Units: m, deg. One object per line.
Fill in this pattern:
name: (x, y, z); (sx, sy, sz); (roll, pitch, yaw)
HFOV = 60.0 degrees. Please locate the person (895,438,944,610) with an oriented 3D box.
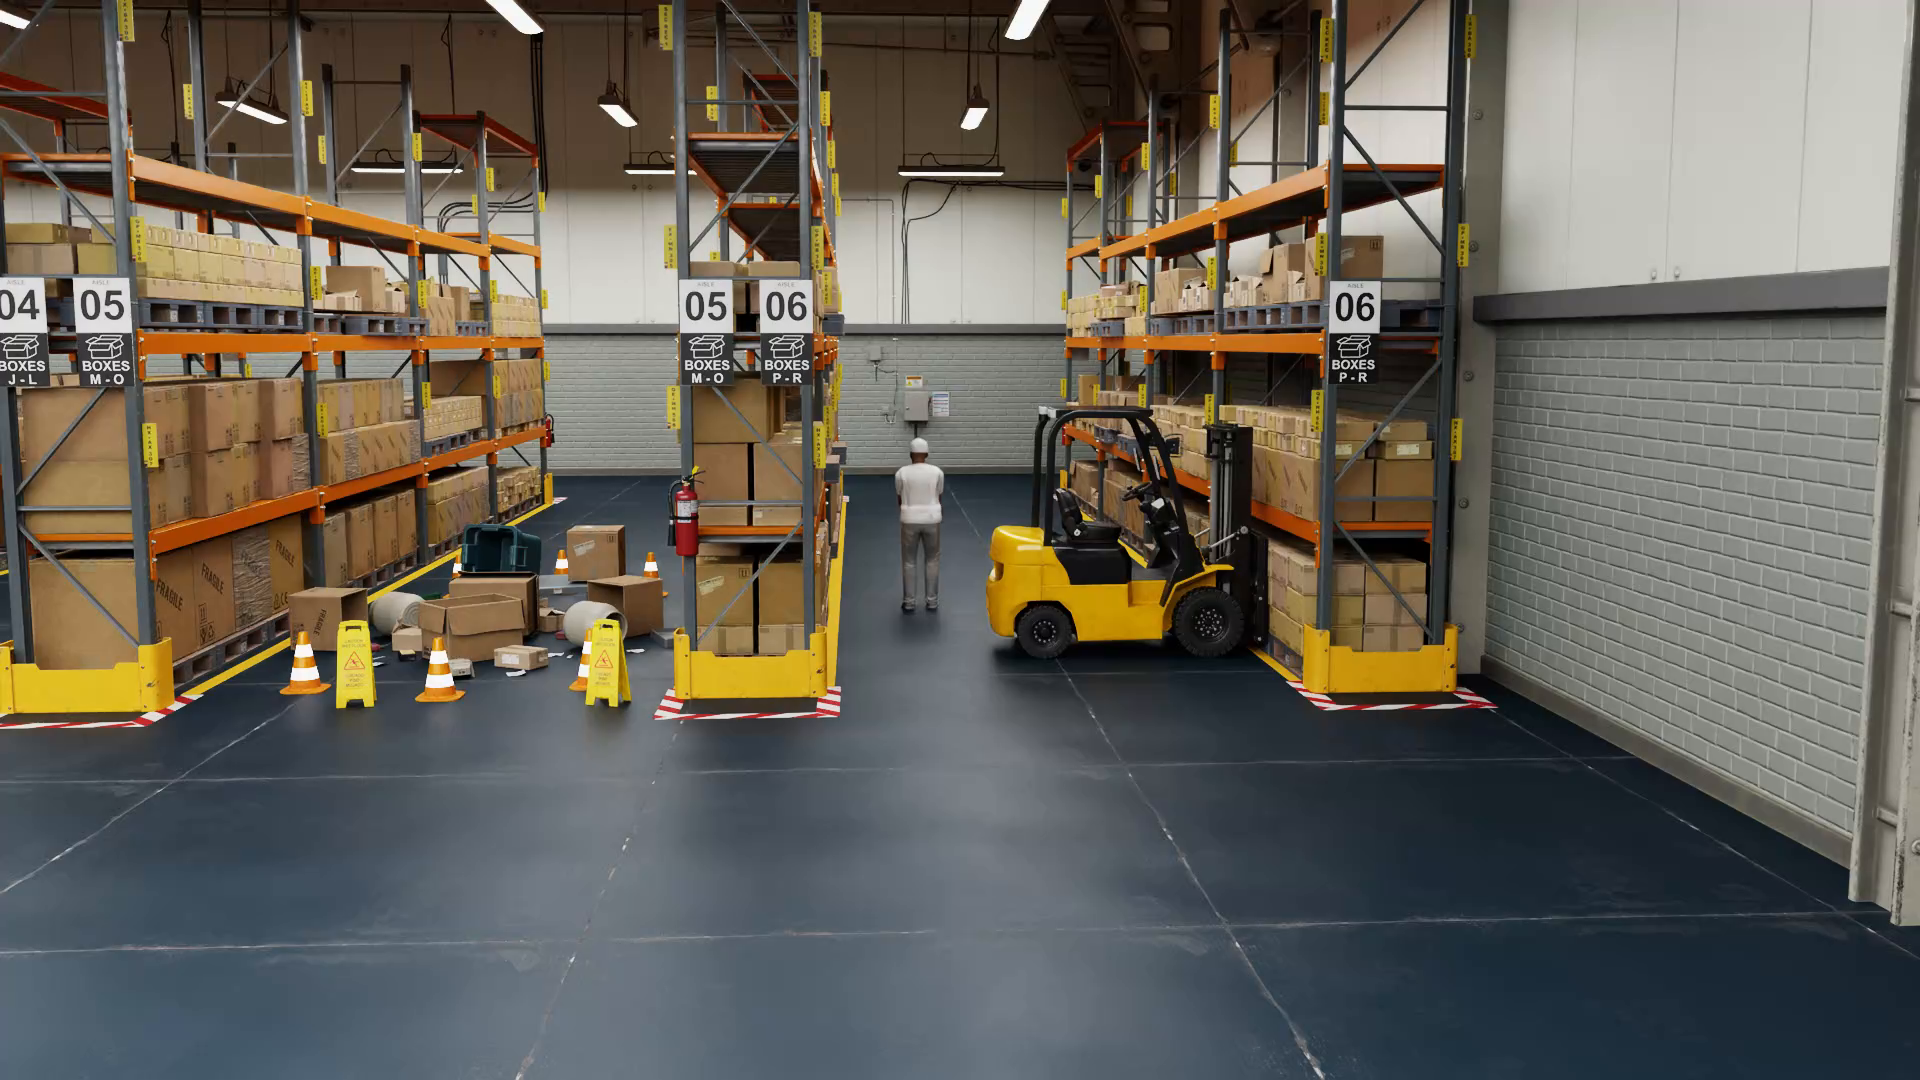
person: (-0.423, -0.182, 17.170); (0.505, 1.763, 0.558); (-1, 7, -4)
